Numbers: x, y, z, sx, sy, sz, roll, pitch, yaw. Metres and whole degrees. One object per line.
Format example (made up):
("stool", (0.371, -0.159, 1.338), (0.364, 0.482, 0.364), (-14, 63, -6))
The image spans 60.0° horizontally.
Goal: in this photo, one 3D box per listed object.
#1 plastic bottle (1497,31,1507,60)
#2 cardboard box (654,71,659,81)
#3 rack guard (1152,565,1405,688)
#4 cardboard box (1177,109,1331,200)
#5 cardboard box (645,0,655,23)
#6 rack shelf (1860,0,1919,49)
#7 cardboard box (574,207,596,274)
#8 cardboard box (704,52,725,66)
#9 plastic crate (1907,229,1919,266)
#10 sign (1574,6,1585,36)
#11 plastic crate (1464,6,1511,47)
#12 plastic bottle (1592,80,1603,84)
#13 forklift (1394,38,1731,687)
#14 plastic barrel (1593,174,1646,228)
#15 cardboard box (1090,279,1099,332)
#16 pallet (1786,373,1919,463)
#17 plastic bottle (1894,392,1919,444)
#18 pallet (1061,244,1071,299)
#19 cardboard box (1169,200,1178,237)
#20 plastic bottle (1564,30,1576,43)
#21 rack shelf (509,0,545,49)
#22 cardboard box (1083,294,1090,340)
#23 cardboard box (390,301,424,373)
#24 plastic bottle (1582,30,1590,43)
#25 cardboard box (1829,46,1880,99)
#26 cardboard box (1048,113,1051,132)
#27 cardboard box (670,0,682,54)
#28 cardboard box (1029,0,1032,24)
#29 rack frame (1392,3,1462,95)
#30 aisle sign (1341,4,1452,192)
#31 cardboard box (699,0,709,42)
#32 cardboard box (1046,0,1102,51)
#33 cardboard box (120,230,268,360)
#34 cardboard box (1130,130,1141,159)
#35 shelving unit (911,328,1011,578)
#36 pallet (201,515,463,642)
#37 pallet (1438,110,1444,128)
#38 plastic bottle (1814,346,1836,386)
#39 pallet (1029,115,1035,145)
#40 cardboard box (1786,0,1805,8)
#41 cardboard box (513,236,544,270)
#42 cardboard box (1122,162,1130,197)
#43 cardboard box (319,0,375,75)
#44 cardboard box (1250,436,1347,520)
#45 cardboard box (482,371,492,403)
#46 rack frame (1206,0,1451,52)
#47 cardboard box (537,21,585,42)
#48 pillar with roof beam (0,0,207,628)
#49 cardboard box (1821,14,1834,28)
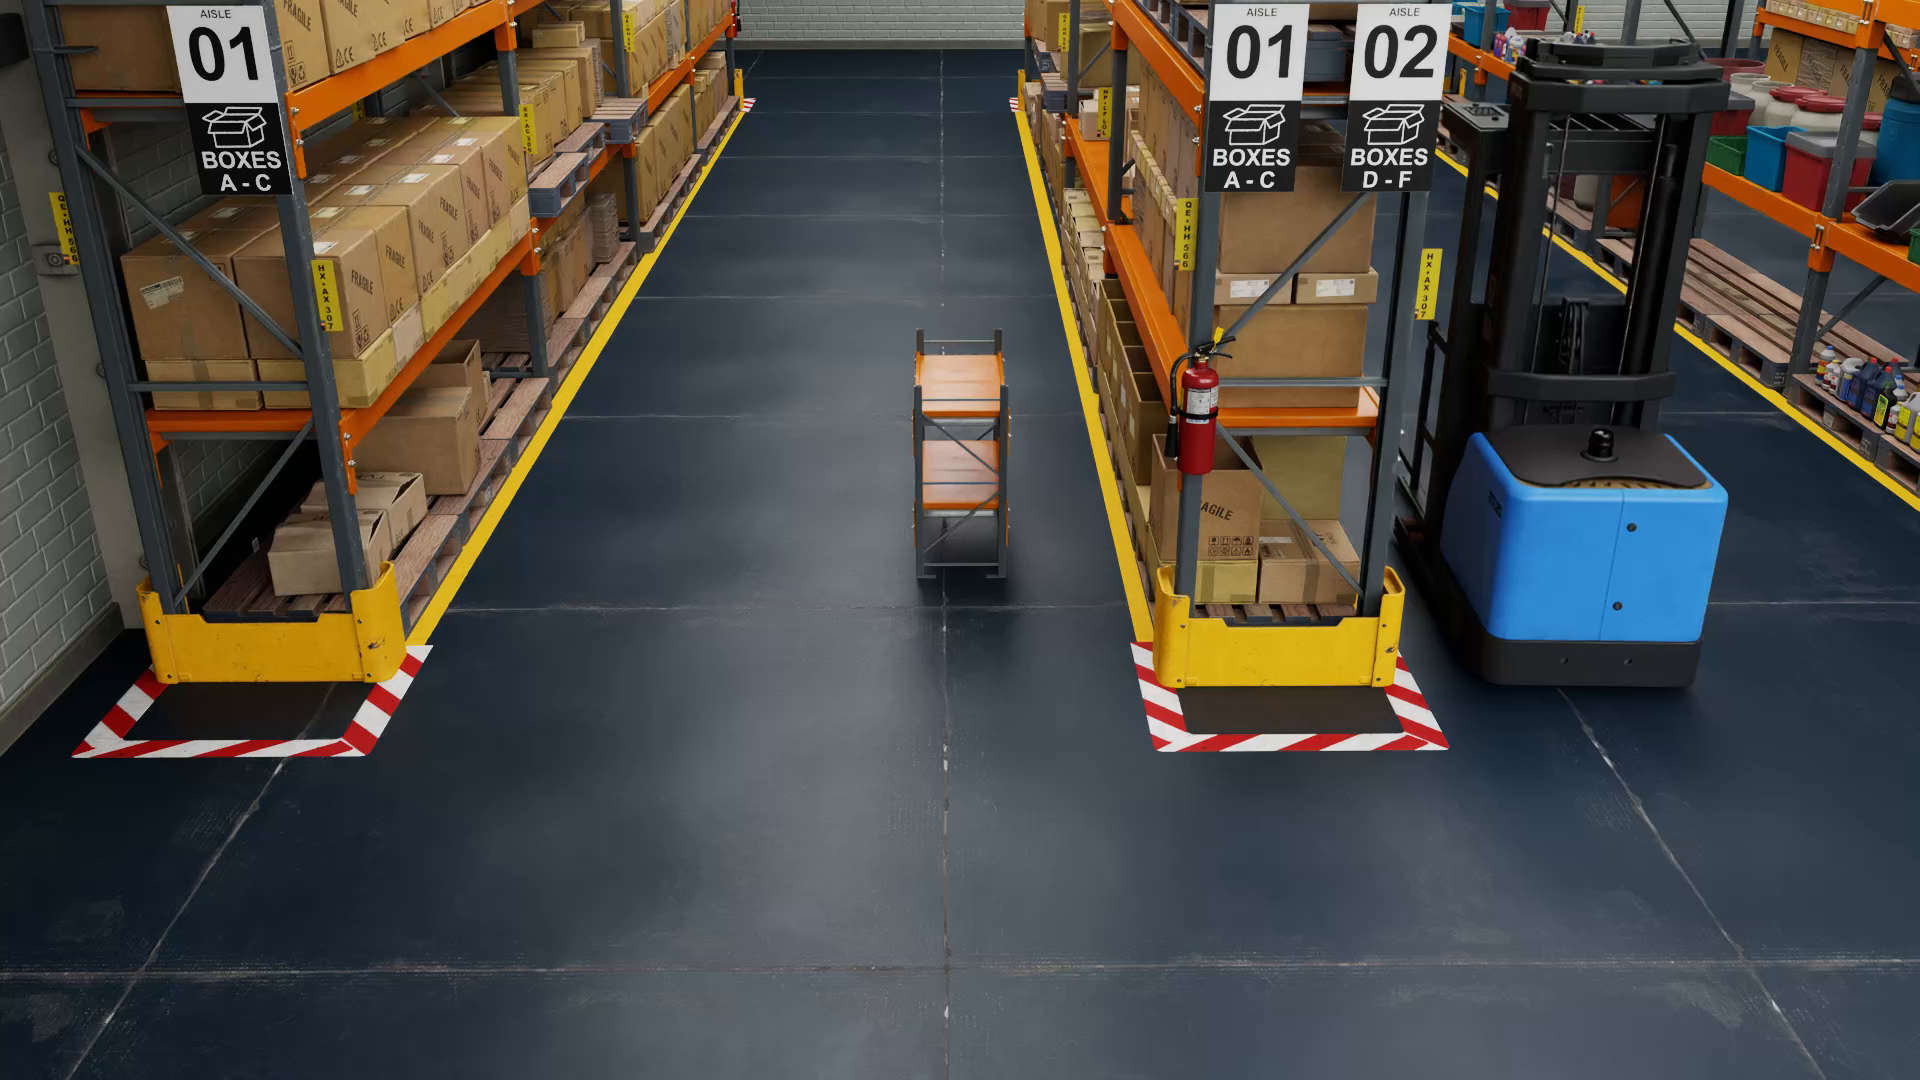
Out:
("plastic bottle", (5.959, -5.430, 18.258), (0.061, 0.283, 0.133), (0, 24, -1))
("cardboard box", (-3.279, -4.770, 16.937), (0.380, 0.149, 0.250), (0, 24, 1))
("rack guard", (1.558, 0.423, 8.208), (1.175, 0.500, 0.348), (0, 24, -1))
("cardboard box", (1.547, -2.001, 8.839), (0.700, 0.500, 0.500), (0, 24, 0))
("cardboard box", (-3.246, -5.146, 16.071), (0.500, 0.250, 0.500), (0, 24, 0))
("rack shelf", (6.489, -2.609, 9.113), (1.077, 0.370, 4.000), (0, 24, -1))
("cardboard box", (-3.534, -2.551, 14.249), (0.700, 0.500, 0.500), (0, 24, -1))
("cardboard box", (-3.279, -6.303, 21.782), (0.380, 0.149, 0.250), (-1, 24, -1))
("plastic crate", (6.200, -1.737, 10.209), (0.450, 0.188, 0.662), (0, 24, -1))
("sign", (6.930, -5.819, 18.640), (0.100, 0.325, 0.005), (0, 24, -1))
("plastic crate", (6.034, -5.902, 19.106), (0.392, 0.384, 0.575), (0, 24, -1))
("plastic bottle", (5.990, -4.250, 15.648), (0.061, 0.283, 0.133), (0, 24, -1))
("forklift", (3.090, -1.189, 8.823), (1.130, 2.935, 3.031), (1, 24, 2))
("plastic barrel", (6.401, -3.447, 15.855), (0.600, 0.830, 0.708), (0, 24, -1))
("cardboard box", (1.223, -1.734, 12.089), (0.500, 0.311, 0.500), (0, 24, -1))
("pallet", (6.433, -0.847, 11.367), (1.003, 0.211, 1.213), (0, 24, -1))
("plastic bottle", (6.068, -0.801, 10.561), (0.144, 0.351, 0.185), (0, 24, -1))
("pallet", (1.440, -2.412, 14.827), (1.003, 0.211, 1.213), (0, 24, -1))
("cardboard box", (1.347, -1.757, 9.086), (0.380, 0.149, 0.250), (0, 24, 1))
("plastic bottle", (6.573, -5.291, 17.868), (0.144, 0.351, 0.185), (0, 24, -1))
("rack shelf", (-3.461, -4.213, 12.658), (1.077, 0.370, 4.000), (0, 24, -1))
("cardboard box", (1.216, -1.690, 12.675), (0.500, 0.250, 0.500), (-1, 24, -1))
("cardboard box", (-3.104, -1.059, 8.609), (0.500, 0.250, 0.500), (-1, 24, -2))
("plastic bottle", (6.717, -5.291, 17.869), (0.144, 0.351, 0.185), (0, 24, -1))
("cardboard box", (11.395, -5.580, 20.516), (0.875, 0.875, 0.875), (0, 24, -1))
("cardboard box", (1.199, -4.461, 17.563), (0.500, 0.250, 0.500), (0, 24, 0))
("cardboard box", (-3.254, -5.438, 17.626), (0.500, 0.500, 0.500), (0, 24, 0))
("cardboard box", (1.138, -6.761, 20.937), (0.500, 0.500, 0.500), (0, 24, -1))
("rack frame", (6.336, -7.339, 22.338), (1.000, 3.000, 0.127), (0, 24, -1))
("aisle sign", (1.864, -1.884, 7.122), (0.394, 0.787, 0.004), (0, 24, -1))
("cardboard box", (-3.519, -6.308, 19.693), (0.980, 0.700, 0.700), (-1, 24, -2))
("cardboard box", (1.279, -5.428, 17.481), (0.700, 0.500, 0.500), (4, 25, 8))
("cardboard box", (-3.614, -1.178, 7.961), (0.500, 0.500, 0.500), (-1, 24, -1))
("cardboard box", (1.323, -2.603, 10.958), (0.380, 0.149, 0.250), (0, 24, -1))
("shelving unit", (0.000, -0.515, 9.524), (0.538, 1.125, 1.048), (0, 24, -1))
("pallet", (-3.370, 0.202, 9.046), (1.003, 0.211, 1.213), (0, 24, -1))
("pallet", (6.317, -5.227, 21.052), (1.003, 0.211, 1.213), (0, 24, -1))
("plastic bottle", (6.032, -1.219, 11.582), (0.097, 0.271, 0.097), (0, 24, 0))
("pallet", (1.404, -5.187, 20.962), (1.003, 0.211, 1.213), (0, 24, -1))
("cardboard box", (11.036, -7.016, 21.443), (0.500, 0.250, 0.500), (-1, 24, -1))
("cardboard box", (-3.472, -2.238, 12.648), (0.500, 0.250, 0.500), (-1, 24, -2))
("cardboard box", (1.321, -2.674, 12.186), (0.396, 0.266, 0.258), (-1, 24, -2))
("cardboard box", (-3.120, -2.484, 7.816), (0.500, 0.500, 0.500), (1, 24, 3))
("cardboard box", (1.767, -0.434, 8.986), (0.500, 0.500, 0.500), (0, 24, -1))
("cardboard box", (-3.404, -1.039, 11.312), (0.380, 0.166, 0.250), (-3, 25, -7))
("rack frame", (1.558, -3.459, 6.478), (1.000, 3.000, 0.127), (0, 24, -1))
("cardboard box", (-3.449, -4.398, 14.392), (0.380, 0.149, 0.250), (-3, 25, -7))
("pillar with roof beam", (0.036, -3.739, 7.098), (9.100, 9.000, 0.400), (0, 24, -1))
("cardboard box", (10.981, -6.466, 20.711), (0.380, 0.149, 0.250), (-1, 24, -2))
